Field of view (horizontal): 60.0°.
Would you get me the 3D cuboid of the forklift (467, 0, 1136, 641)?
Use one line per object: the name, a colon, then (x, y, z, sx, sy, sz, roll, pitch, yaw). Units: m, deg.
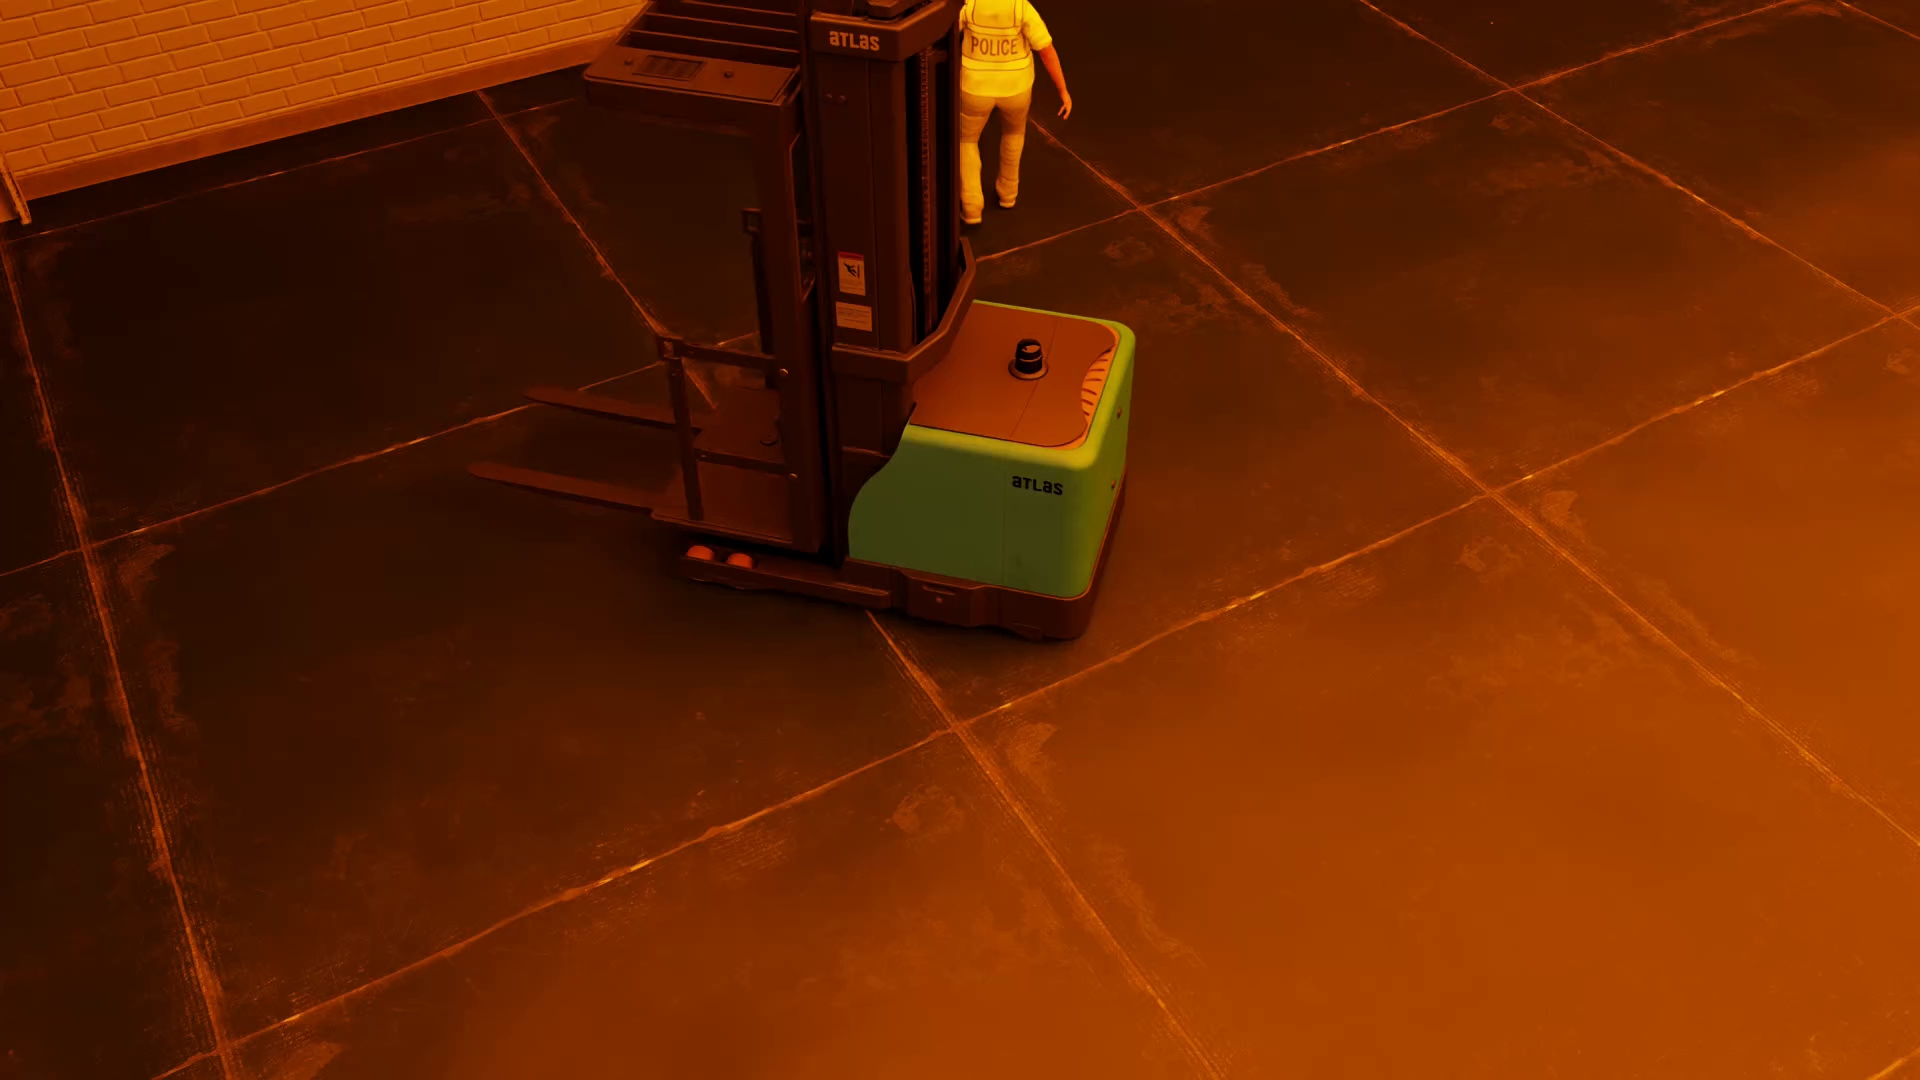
forklift: (-0.790, -1.186, 6.976, 3.031, 2.935, 1.130, 10, 44, 11)

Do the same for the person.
person: (0.212, -2.577, 9.434, 0.829, 1.646, 0.675, 0, 43, 0)
